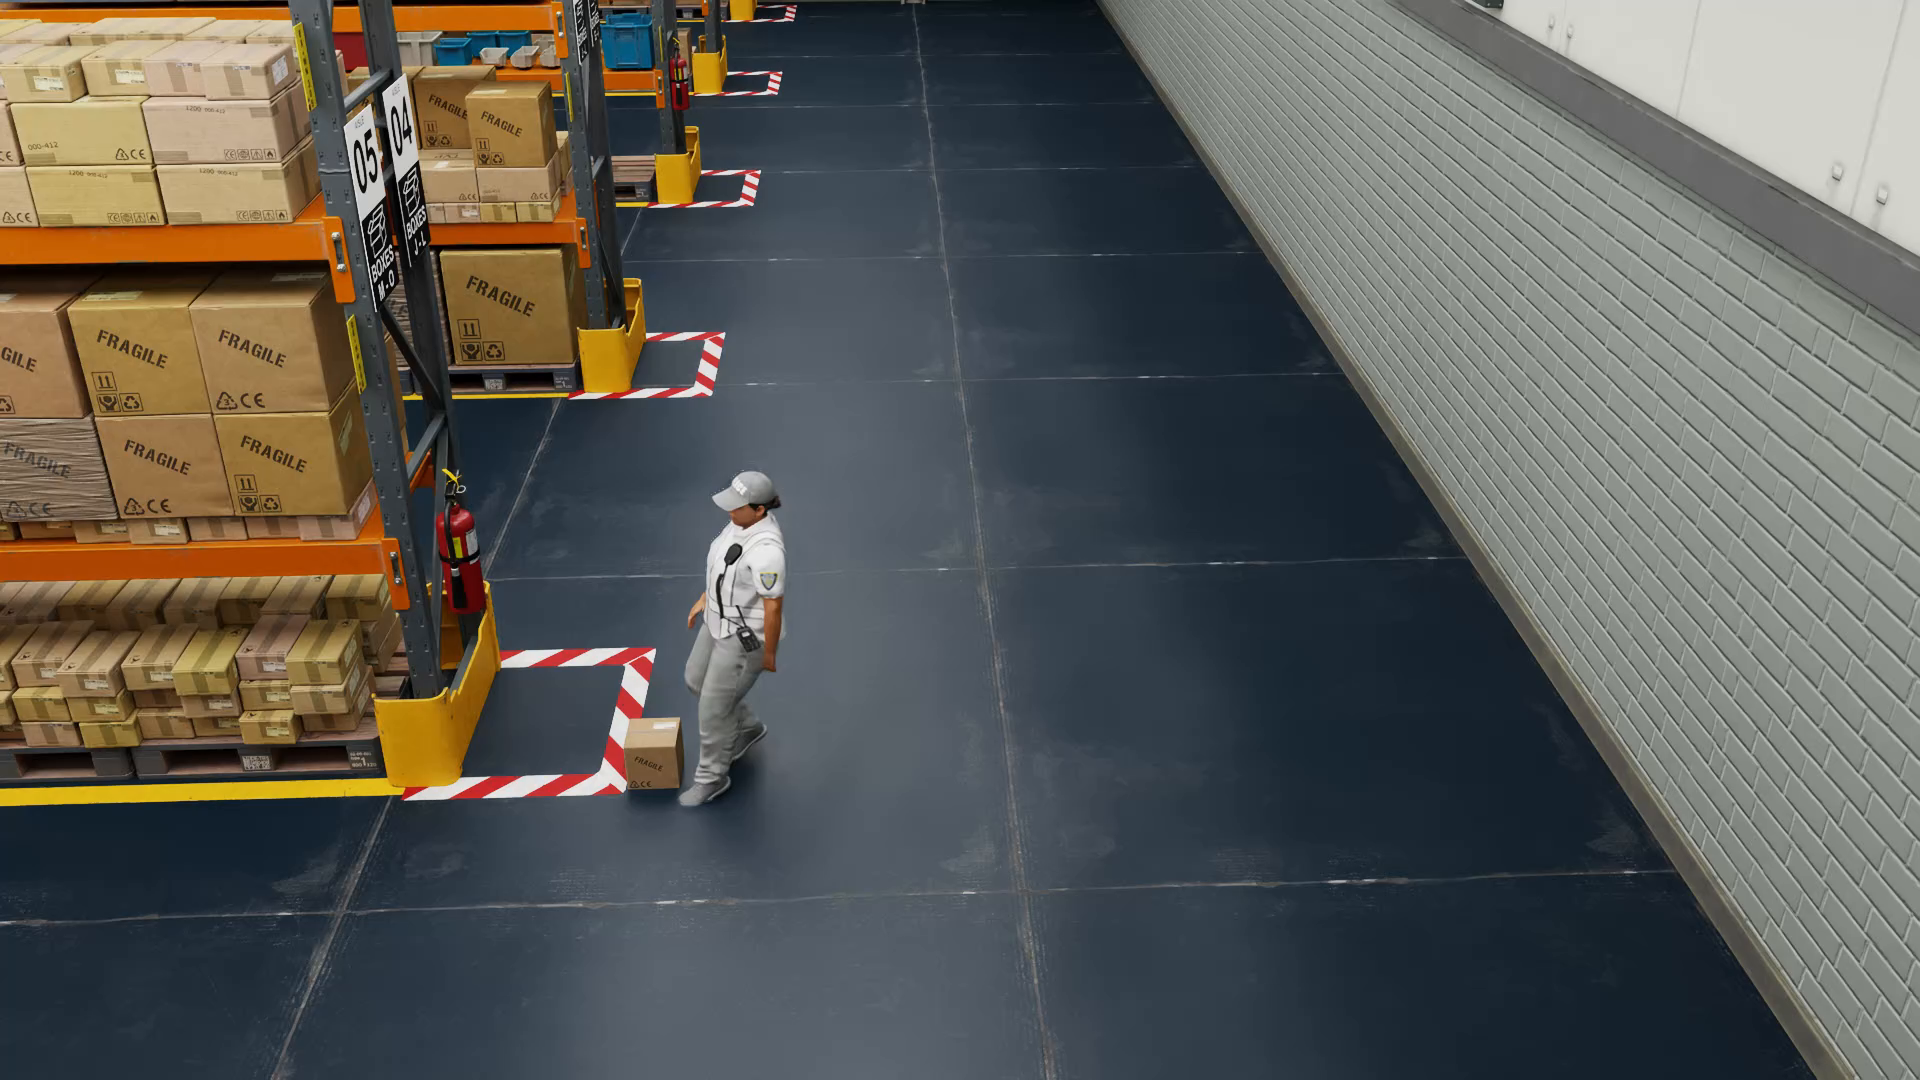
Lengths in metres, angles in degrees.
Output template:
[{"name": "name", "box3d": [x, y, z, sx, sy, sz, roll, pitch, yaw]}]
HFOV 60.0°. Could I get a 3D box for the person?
[{"name": "person", "box3d": [-1.121, 0.459, 7.820, 0.634, 1.688, 0.533, -10, 29, -18]}]
